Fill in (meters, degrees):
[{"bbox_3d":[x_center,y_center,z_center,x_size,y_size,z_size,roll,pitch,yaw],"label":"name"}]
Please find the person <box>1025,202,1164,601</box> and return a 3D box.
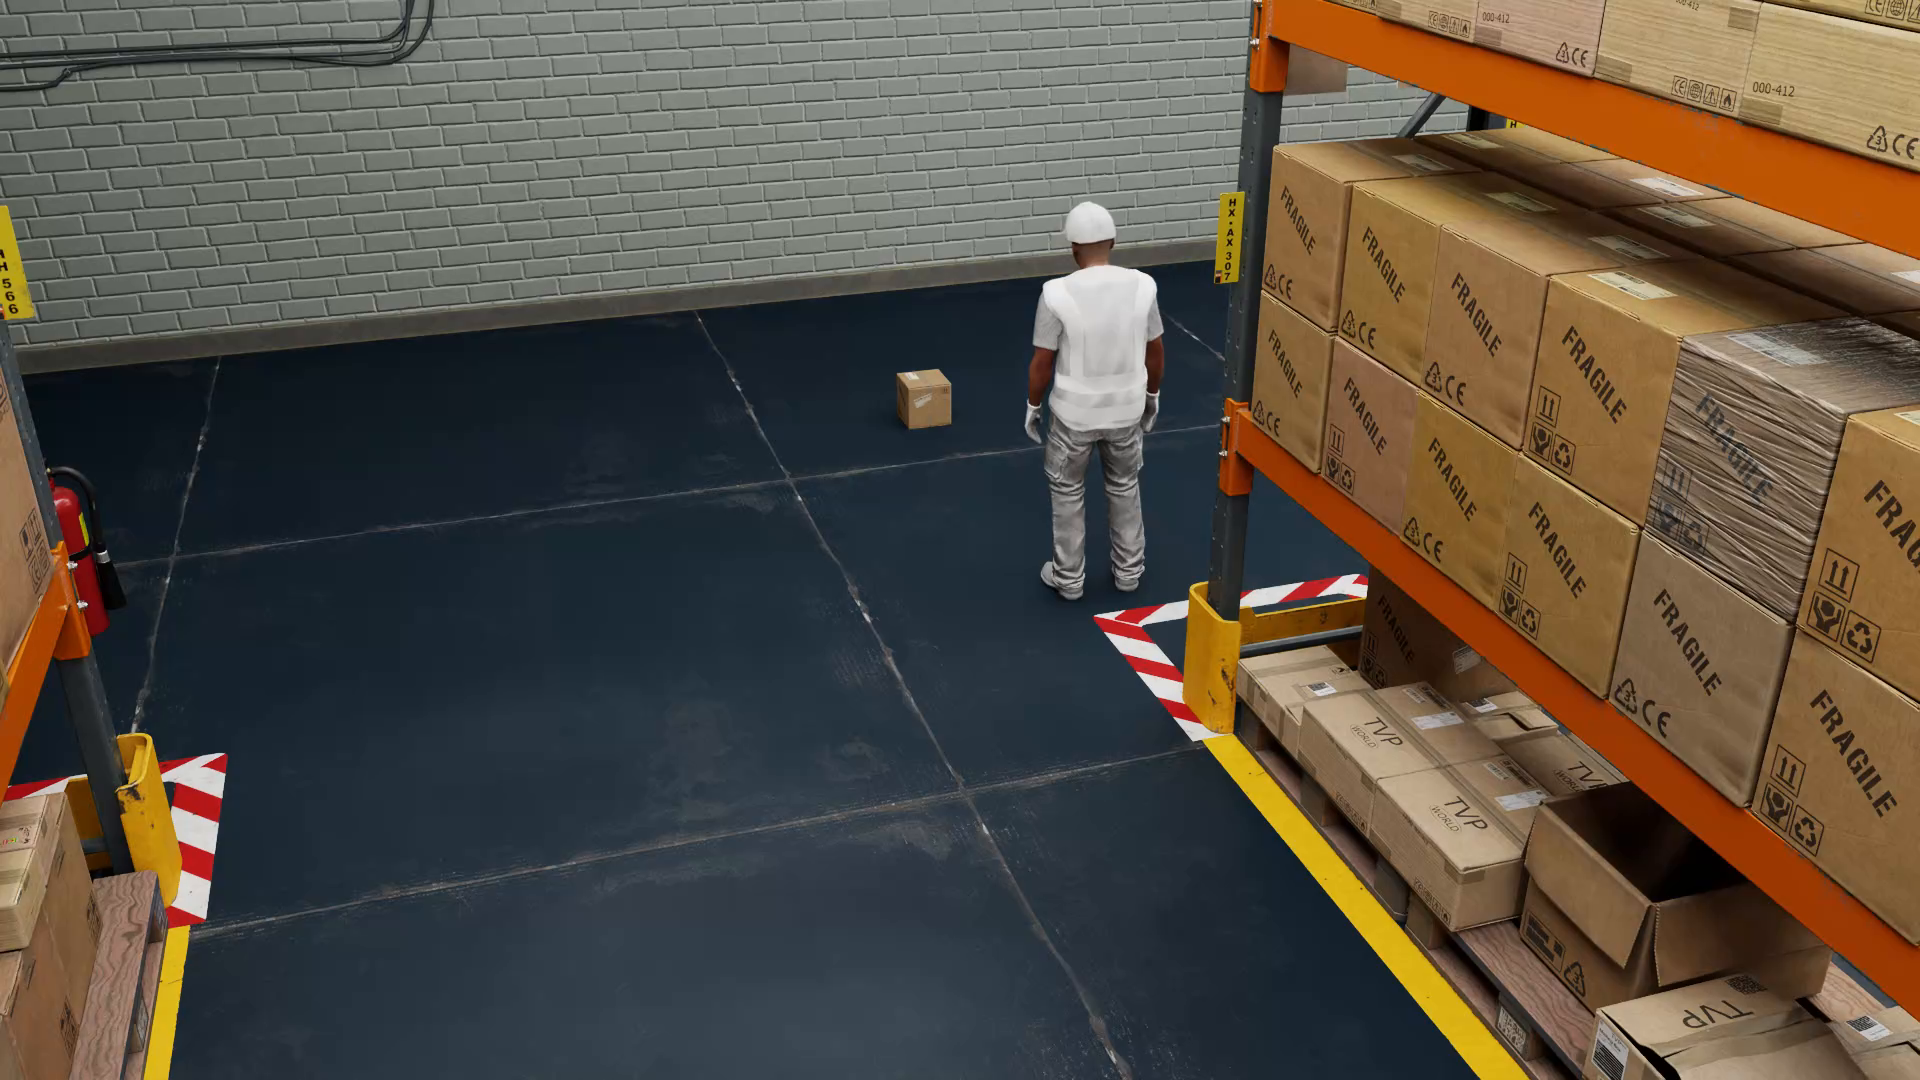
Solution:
[{"bbox_3d":[0.588,-0.588,7.302,0.620,1.774,0.453,-6,27,-12],"label":"person"}]
